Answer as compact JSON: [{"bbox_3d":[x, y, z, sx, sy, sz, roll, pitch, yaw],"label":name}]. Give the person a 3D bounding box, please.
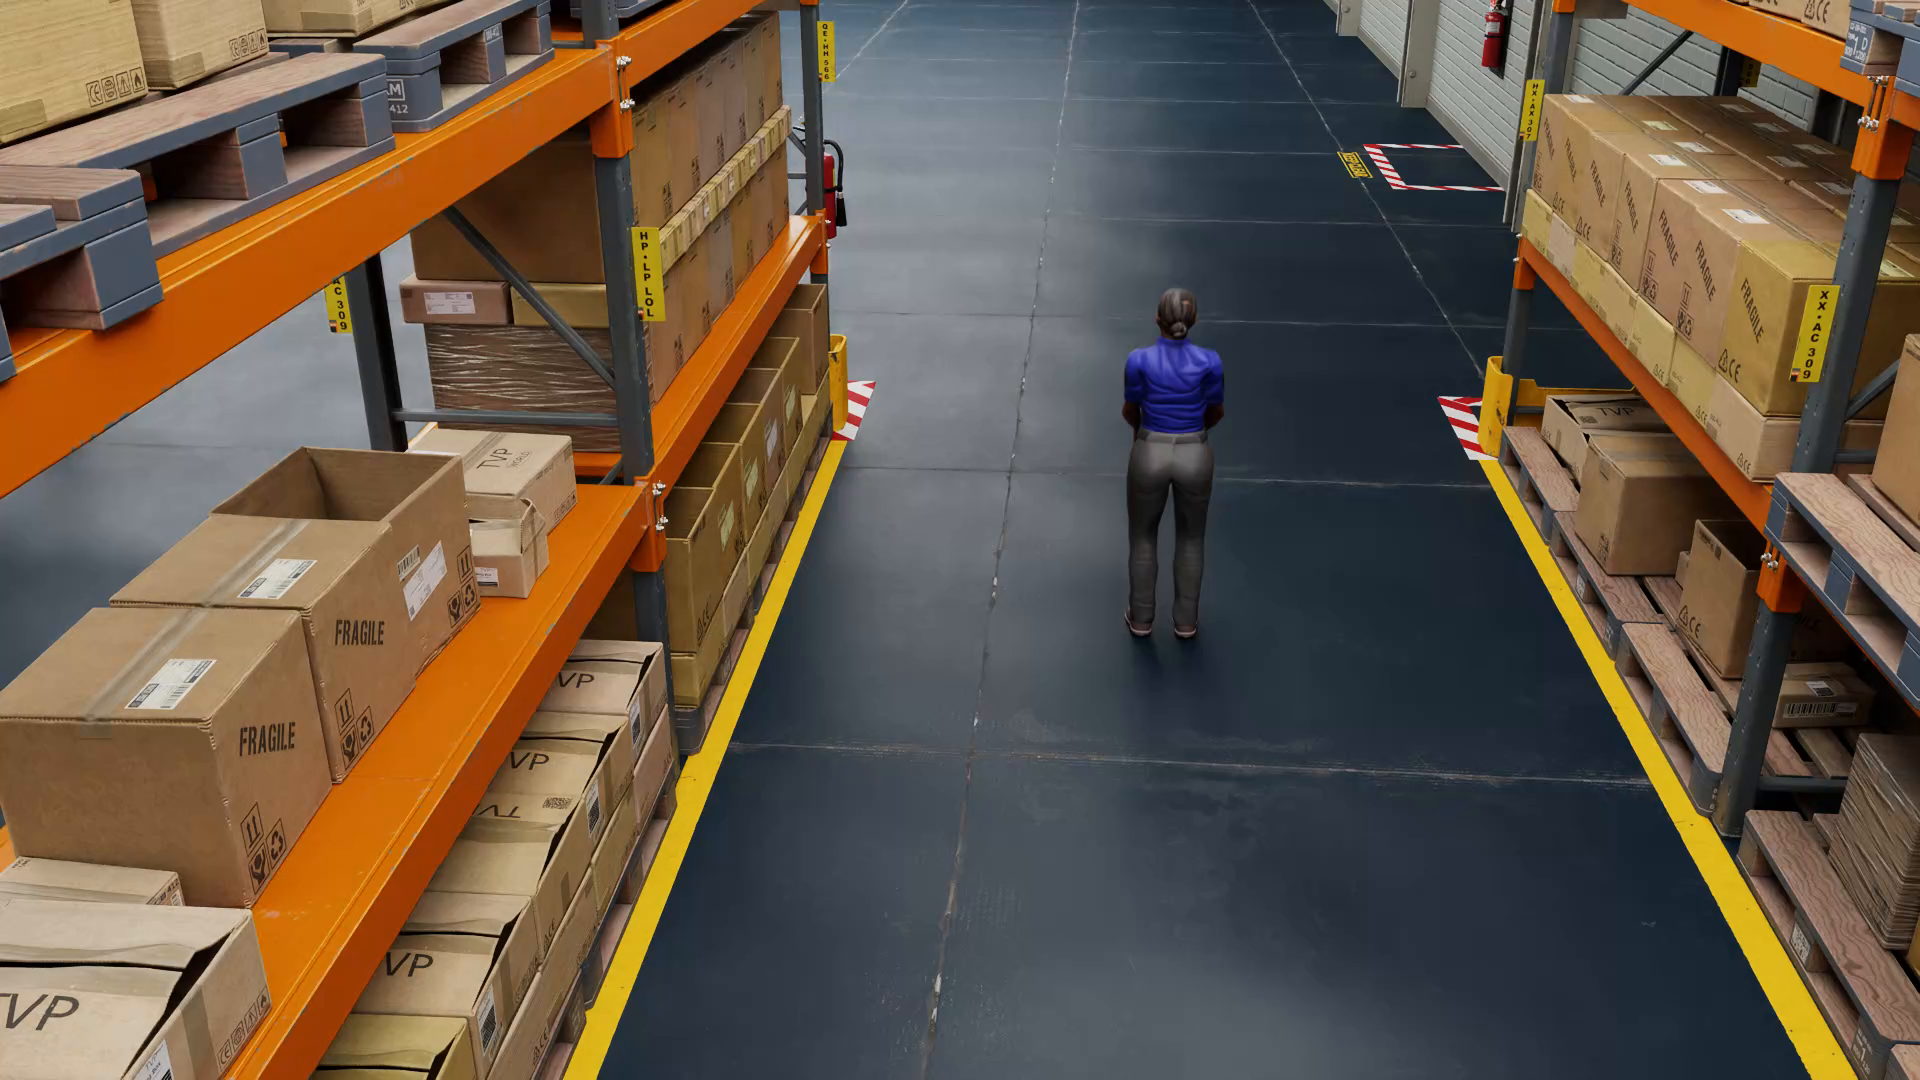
[{"bbox_3d":[0.933,-0.355,7.395,0.448,1.656,0.495,2,25,4],"label":"person"}]
